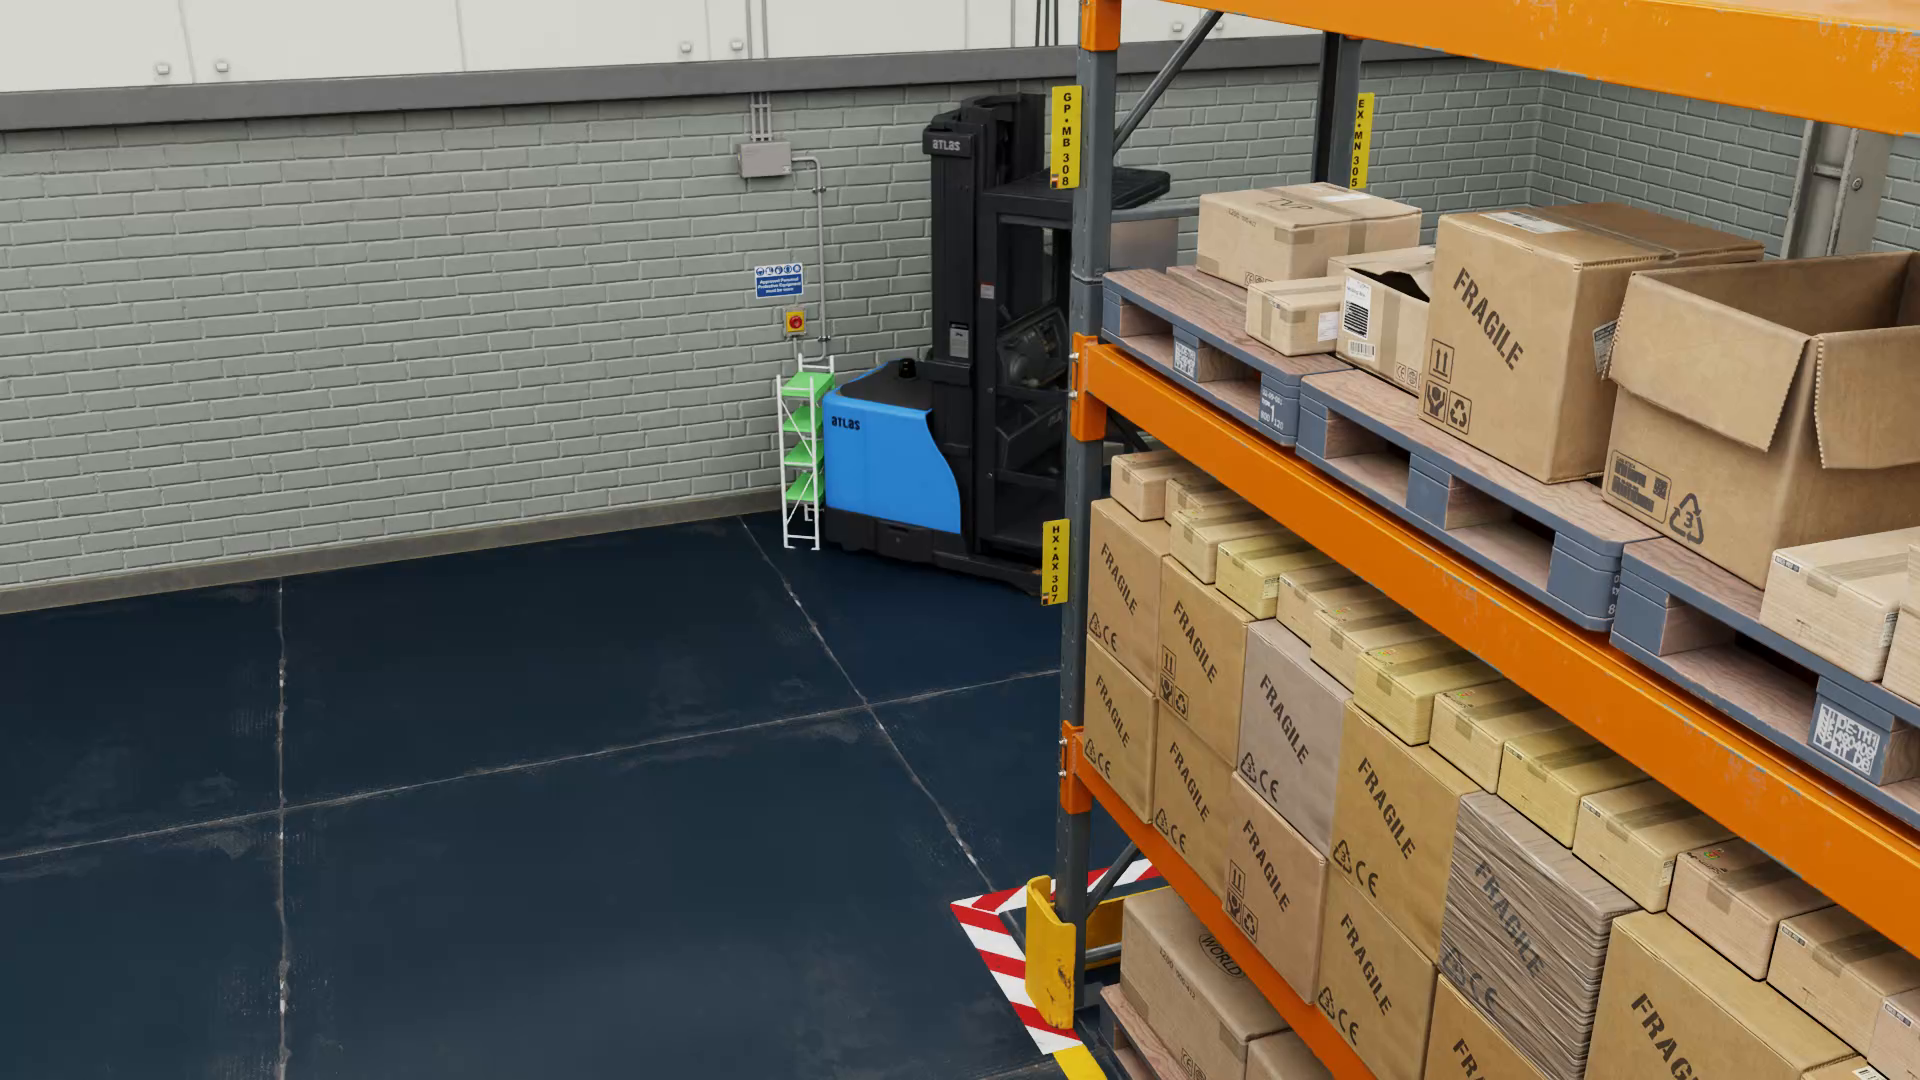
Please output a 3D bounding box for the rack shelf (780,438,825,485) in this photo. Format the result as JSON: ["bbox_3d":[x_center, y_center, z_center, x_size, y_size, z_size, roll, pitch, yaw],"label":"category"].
[{"bbox_3d":[-1.009,-0.531,11.129,0.258,0.148,0.480,4,23,11],"label":"rack shelf"}]

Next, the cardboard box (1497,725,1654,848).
[{"bbox_3d":[1.479,0.548,3.836,0.380,0.149,0.250,-9,24,-20],"label":"cardboard box"}]

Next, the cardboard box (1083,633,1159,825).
[{"bbox_3d":[0.766,0.610,5.812,0.500,0.500,0.500,-9,24,-19],"label":"cardboard box"}]

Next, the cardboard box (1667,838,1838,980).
[{"bbox_3d":[1.695,0.729,3.406,0.380,0.149,0.250,-9,24,-19],"label":"cardboard box"}]

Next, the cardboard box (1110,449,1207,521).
[{"bbox_3d":[0.732,-0.197,5.603,0.380,0.149,0.250,-8,24,-18],"label":"cardboard box"}]

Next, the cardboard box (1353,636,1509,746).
[{"bbox_3d":[1.240,0.373,4.253,0.380,0.149,0.250,-9,24,-20],"label":"cardboard box"}]

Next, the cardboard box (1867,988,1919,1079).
[{"bbox_3d":[1.880,0.911,2.976,0.380,0.149,0.250,-8,24,-18],"label":"cardboard box"}]

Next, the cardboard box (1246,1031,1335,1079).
[{"bbox_3d":[1.523,1.987,5.432,0.875,0.438,0.875,-8,24,-18],"label":"cardboard box"}]

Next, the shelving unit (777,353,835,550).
[{"bbox_3d":[-1.009,-0.590,11.104,0.258,1.200,0.503,4,23,11],"label":"shelving unit"}]

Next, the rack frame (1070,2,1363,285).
[{"bbox_3d":[0.865,-2.322,5.174,1.000,3.000,0.127,-8,24,-19],"label":"rack frame"}]

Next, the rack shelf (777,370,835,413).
[{"bbox_3d":[-1.009,-0.973,10.942,0.258,0.148,0.480,4,23,11],"label":"rack shelf"}]

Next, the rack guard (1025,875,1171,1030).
[{"bbox_3d":[0.857,1.585,6.845,1.175,0.500,0.348,-8,24,-19],"label":"rack guard"}]

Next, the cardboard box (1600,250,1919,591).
[{"bbox_3d":[1.772,-0.259,3.339,0.797,0.503,0.637,-6,24,-15],"label":"cardboard box"}]

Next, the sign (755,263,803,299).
[{"bbox_3d":[-1.216,-1.744,11.177,0.327,0.218,0.001,-8,24,-19],"label":"sign"}]

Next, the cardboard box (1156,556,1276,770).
[{"bbox_3d":[0.957,0.336,5.176,0.500,0.500,0.500,-9,24,-20],"label":"cardboard box"}]

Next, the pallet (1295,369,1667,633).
[{"bbox_3d":[1.572,-0.187,4.084,1.003,0.211,1.213,-8,24,-19],"label":"pallet"}]

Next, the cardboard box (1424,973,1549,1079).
[{"bbox_3d":[1.497,1.349,4.058,0.500,0.500,0.500,-9,24,-20],"label":"cardboard box"}]

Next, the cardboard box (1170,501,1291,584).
[{"bbox_3d":[0.875,-0.001,5.139,0.380,0.149,0.250,-8,24,-17],"label":"cardboard box"}]

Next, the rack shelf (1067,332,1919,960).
[{"bbox_3d":[1.572,0.118,4.172,1.077,0.370,4.000,-8,24,-19],"label":"rack shelf"}]

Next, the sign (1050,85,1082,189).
[{"bbox_3d":[0.344,-1.305,5.396,0.100,0.325,0.005,-8,24,-19],"label":"sign"}]

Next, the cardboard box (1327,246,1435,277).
[{"bbox_3d":[1.331,-0.771,5.010,0.380,0.149,0.250,-10,25,-23],"label":"cardboard box"}]

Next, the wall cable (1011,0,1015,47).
[{"bbox_3d":[-0.703,-4.453,10.228,2.355,3.000,0.029,-8,24,-19],"label":"wall cable"}]

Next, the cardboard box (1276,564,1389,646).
[{"bbox_3d":[1.127,0.180,4.709,0.380,0.149,0.250,-8,24,-18],"label":"cardboard box"}]

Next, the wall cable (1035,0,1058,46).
[{"bbox_3d":[1.916,-4.839,11.095,2.988,3.039,0.133,-8,24,-19],"label":"wall cable"}]

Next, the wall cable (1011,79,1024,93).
[{"bbox_3d":[0.174,-2.270,11.467,0.588,1.984,0.122,-8,24,-19],"label":"wall cable"}]

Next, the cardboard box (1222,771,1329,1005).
[{"bbox_3d":[1.134,0.977,4.941,0.500,0.500,0.500,-8,24,-19],"label":"cardboard box"}]

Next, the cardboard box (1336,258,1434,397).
[{"bbox_3d":[1.347,-0.588,4.366,0.500,0.311,0.500,-8,24,-18],"label":"cardboard box"}]

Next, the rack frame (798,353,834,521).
[{"bbox_3d":[-0.960,-0.682,11.324,0.240,1.200,0.015,4,23,11],"label":"rack frame"}]

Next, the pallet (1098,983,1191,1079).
[{"bbox_3d":[1.221,2.007,6.217,1.003,0.211,1.213,-8,24,-19],"label":"pallet"}]

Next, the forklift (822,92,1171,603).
[{"bbox_3d":[0.641,-1.195,10.310,3.031,2.935,1.130,12,26,26],"label":"forklift"}]

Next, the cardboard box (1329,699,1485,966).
[{"bbox_3d":[1.323,0.703,4.305,0.500,0.500,0.500,-8,24,-19],"label":"cardboard box"}]

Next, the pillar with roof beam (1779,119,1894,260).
[{"bbox_3d":[1.371,-3.517,8.009,9.100,9.000,0.400,-8,24,-19],"label":"pillar with roof beam"}]

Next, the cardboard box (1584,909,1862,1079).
[{"bbox_3d":[1.681,1.070,3.434,0.500,0.500,0.500,-9,24,-20],"label":"cardboard box"}]

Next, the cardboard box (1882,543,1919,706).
[{"bbox_3d":[1.753,0.147,2.680,0.396,0.266,0.258,-8,24,-17],"label":"cardboard box"}]
